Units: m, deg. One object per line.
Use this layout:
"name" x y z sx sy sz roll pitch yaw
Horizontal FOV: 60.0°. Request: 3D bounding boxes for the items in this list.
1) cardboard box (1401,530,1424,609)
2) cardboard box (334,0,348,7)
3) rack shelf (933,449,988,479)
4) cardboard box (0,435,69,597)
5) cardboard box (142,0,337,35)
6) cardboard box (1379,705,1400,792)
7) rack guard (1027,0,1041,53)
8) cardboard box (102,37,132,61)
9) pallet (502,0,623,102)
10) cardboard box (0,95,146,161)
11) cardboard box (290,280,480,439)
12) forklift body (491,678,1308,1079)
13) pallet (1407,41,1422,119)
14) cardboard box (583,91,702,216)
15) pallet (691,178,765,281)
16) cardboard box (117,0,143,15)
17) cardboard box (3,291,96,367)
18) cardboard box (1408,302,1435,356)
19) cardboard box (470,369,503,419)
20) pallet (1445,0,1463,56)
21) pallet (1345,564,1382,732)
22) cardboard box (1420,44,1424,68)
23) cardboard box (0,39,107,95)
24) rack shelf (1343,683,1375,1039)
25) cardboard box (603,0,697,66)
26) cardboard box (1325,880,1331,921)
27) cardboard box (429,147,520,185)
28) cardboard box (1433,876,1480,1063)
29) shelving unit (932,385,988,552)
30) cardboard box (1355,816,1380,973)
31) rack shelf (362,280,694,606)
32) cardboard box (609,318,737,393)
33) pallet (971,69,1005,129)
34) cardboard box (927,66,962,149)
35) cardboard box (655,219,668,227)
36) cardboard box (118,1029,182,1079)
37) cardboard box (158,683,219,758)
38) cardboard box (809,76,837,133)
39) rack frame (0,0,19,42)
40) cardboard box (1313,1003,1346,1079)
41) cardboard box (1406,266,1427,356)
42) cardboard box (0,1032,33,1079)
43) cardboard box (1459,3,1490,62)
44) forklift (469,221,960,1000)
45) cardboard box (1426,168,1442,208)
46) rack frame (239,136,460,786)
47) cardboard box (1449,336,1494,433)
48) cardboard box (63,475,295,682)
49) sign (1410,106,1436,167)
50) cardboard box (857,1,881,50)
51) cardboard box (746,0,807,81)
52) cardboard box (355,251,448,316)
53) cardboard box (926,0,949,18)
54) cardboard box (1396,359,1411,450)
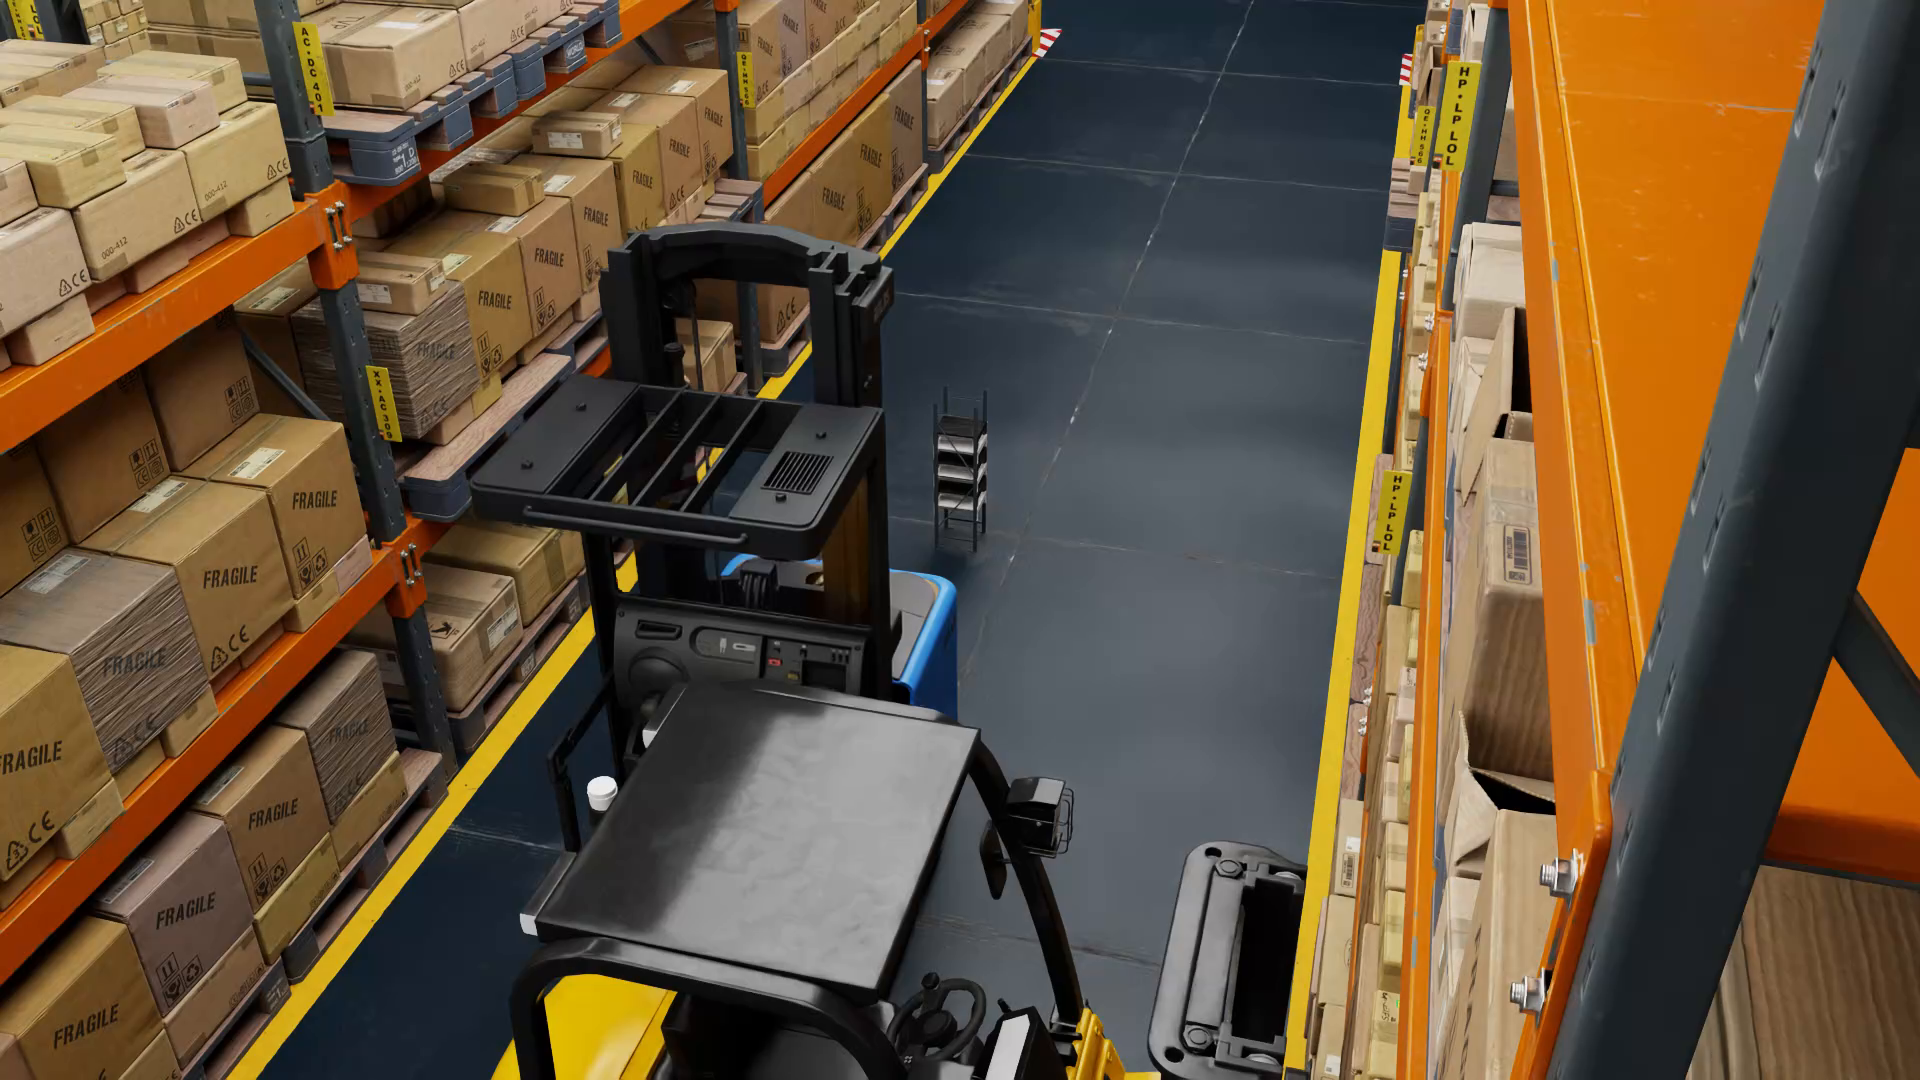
"cardboard box" 1.633 0.117 5.364 0.380 0.149 0.250 9 33 13
"cardboard box" -2.660 -2.205 6.944 0.500 0.250 0.500 8 33 13
"rack shelf" 0.002 -0.432 9.055 0.258 0.077 0.200 8 33 12
"cardboard box" -3.428 -0.112 5.398 0.700 0.500 0.500 7 33 11
"cardboard box" -2.778 -2.149 6.391 0.500 0.250 0.500 9 33 13
"cardboard box" 1.427 0.639 4.821 0.380 0.149 0.250 9 33 13
"rack guard" 0.250 -5.425 17.387 1.175 0.500 0.348 8 33 12
"cardboard box" -6.155 -3.493 11.860 0.380 0.149 0.250 10 34 15
"pallet" -2.282 -2.271 7.476 1.213 0.211 1.003 8 33 12
"cardboard box" -2.815 -1.274 5.223 0.380 0.149 0.250 9 33 14
"cardboard box" -2.405 -0.789 7.004 0.500 0.500 0.500 9 33 14
"forklift body" -0.298 1.635 4.743 2.313 2.155 1.214 8 33 12
"pallet" 3.722 -3.237 11.794 1.003 0.211 1.213 8 33 12
"cardboard box" -1.754 -2.117 9.092 0.500 0.500 0.500 7 33 12
"pallet" -1.864 -1.851 9.614 1.213 0.211 1.003 8 33 12
"cardboard box" -6.096 -3.877 11.910 0.380 0.149 0.250 7 33 10
"cardboard box" -2.862 -0.663 5.004 0.380 0.149 0.250 9 34 14
"cardboard box" 2.160 -0.905 7.249 0.380 0.149 0.250 7 33 11
"cardboard box" -2.284 -0.683 7.442 0.380 0.149 0.250 9 33 13
"pallet" 2.930 -2.464 7.780 1.213 0.211 1.003 10 34 15
"pallet" 2.457 0.588 8.198 1.003 0.211 1.213 8 33 12
"cardboard box" 3.307 -3.169 11.243 0.396 0.266 0.258 10 34 15
"cardboard box" -3.197 -1.617 5.763 0.380 0.149 0.250 7 33 12
"rack shelf" 1.493 1.775 4.402 1.077 0.370 4.000 8 33 12
"cardboard box" -1.908 -3.084 10.350 0.500 0.500 0.500 7 33 11
"cardboard box" 1.579 1.415 6.004 0.500 0.250 0.500 8 33 12
"cardboard box" -2.513 -1.652 8.361 0.500 0.500 0.500 7 33 11
"cardboard box" 0.902 0.659 2.441 0.380 0.149 0.250 7 33 11
"shelving unit" 0.002 -0.384 9.085 0.258 0.900 0.210 8 33 12
"cardboard box" 1.392 1.122 4.666 0.500 0.500 0.500 8 33 12
"rack shelf" -2.294 -0.974 8.727 1.077 0.370 4.000 8 33 12
"cardboard box" -1.940 -1.092 10.300 0.950 0.372 0.625 6 33 9
"pallet" -0.195 -4.234 15.783 1.003 0.211 1.213 8 33 12
"cardboard box" -0.508 -3.799 14.496 0.875 0.438 0.875 8 33 12
"cardboard box" -1.789 -1.625 8.922 0.380 0.149 0.250 9 33 13
"cardboard box" -3.082 1.889 5.724 0.500 0.250 0.500 10 34 16
"cardboard box" -2.843 0.602 5.811 0.380 0.149 0.250 8 33 12
"cardboard box" -1.167 -3.013 11.402 0.500 0.250 0.500 9 34 14
"rack frame" -6.600 -2.937 11.144 1.000 3.000 0.127 8 33 12
"cardboard box" 1.319 1.727 5.047 0.500 0.250 0.500 9 34 14
"cardboard box" 2.388 -1.064 7.871 0.500 0.250 0.500 7 33 11
"cardboard box" -3.211 1.837 5.107 0.500 0.500 0.500 7 33 11
"cardboard box" 2.143 -1.821 6.191 0.500 0.311 0.500 7 33 11
"forklift" -0.839 0.534 5.748 1.130 2.935 3.031 7 33 11
"cardboard box" 2.650 -1.833 8.709 0.380 0.149 0.250 9 34 14
"rack frame" -2.802 -0.240 6.902 1.000 3.000 0.127 8 33 12
"cardboard box" 1.398 -0.355 4.036 0.380 0.149 0.250 9 34 14
"cardboard box" -2.798 0.125 5.957 0.500 0.500 0.500 9 34 14
"sign" 2.488 -2.166 8.926 0.100 0.325 0.005 8 33 12
"cardboard box" -0.894 -3.747 12.092 0.500 0.250 0.500 9 33 14
"cardboard box" -1.308 -3.261 10.629 0.500 0.500 0.500 8 33 13
"cardboard box" -2.340 -1.055 6.816 0.380 0.149 0.250 8 33 12
"cardboard box" -0.399 -4.642 13.732 0.500 0.500 0.500 9 34 14
"cardboard box" 2.277 -0.584 7.583 0.500 0.250 0.500 9 34 14
